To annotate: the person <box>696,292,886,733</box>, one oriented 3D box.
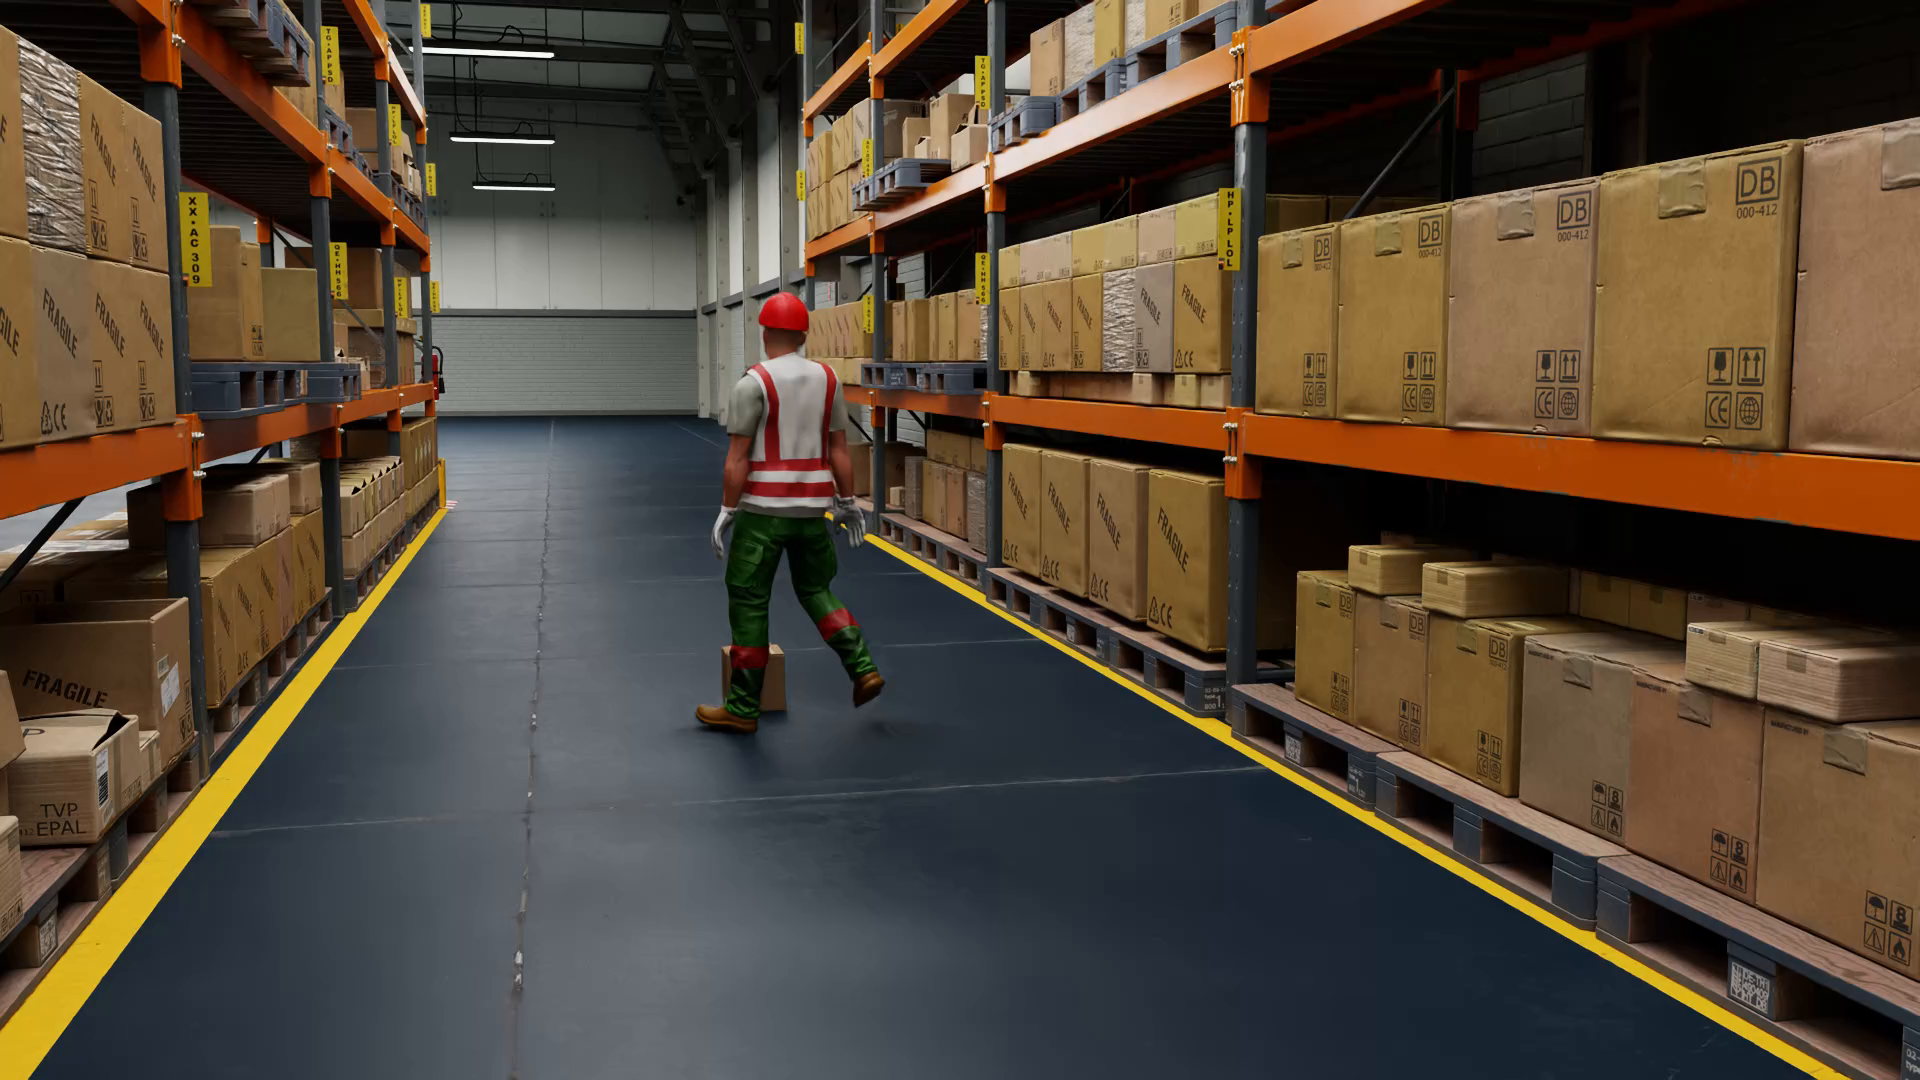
[{"bbox_3d":[-0.690,-0.112,6.820,0.696,1.787,0.598,-5,8,-41],"label":"person"}]
